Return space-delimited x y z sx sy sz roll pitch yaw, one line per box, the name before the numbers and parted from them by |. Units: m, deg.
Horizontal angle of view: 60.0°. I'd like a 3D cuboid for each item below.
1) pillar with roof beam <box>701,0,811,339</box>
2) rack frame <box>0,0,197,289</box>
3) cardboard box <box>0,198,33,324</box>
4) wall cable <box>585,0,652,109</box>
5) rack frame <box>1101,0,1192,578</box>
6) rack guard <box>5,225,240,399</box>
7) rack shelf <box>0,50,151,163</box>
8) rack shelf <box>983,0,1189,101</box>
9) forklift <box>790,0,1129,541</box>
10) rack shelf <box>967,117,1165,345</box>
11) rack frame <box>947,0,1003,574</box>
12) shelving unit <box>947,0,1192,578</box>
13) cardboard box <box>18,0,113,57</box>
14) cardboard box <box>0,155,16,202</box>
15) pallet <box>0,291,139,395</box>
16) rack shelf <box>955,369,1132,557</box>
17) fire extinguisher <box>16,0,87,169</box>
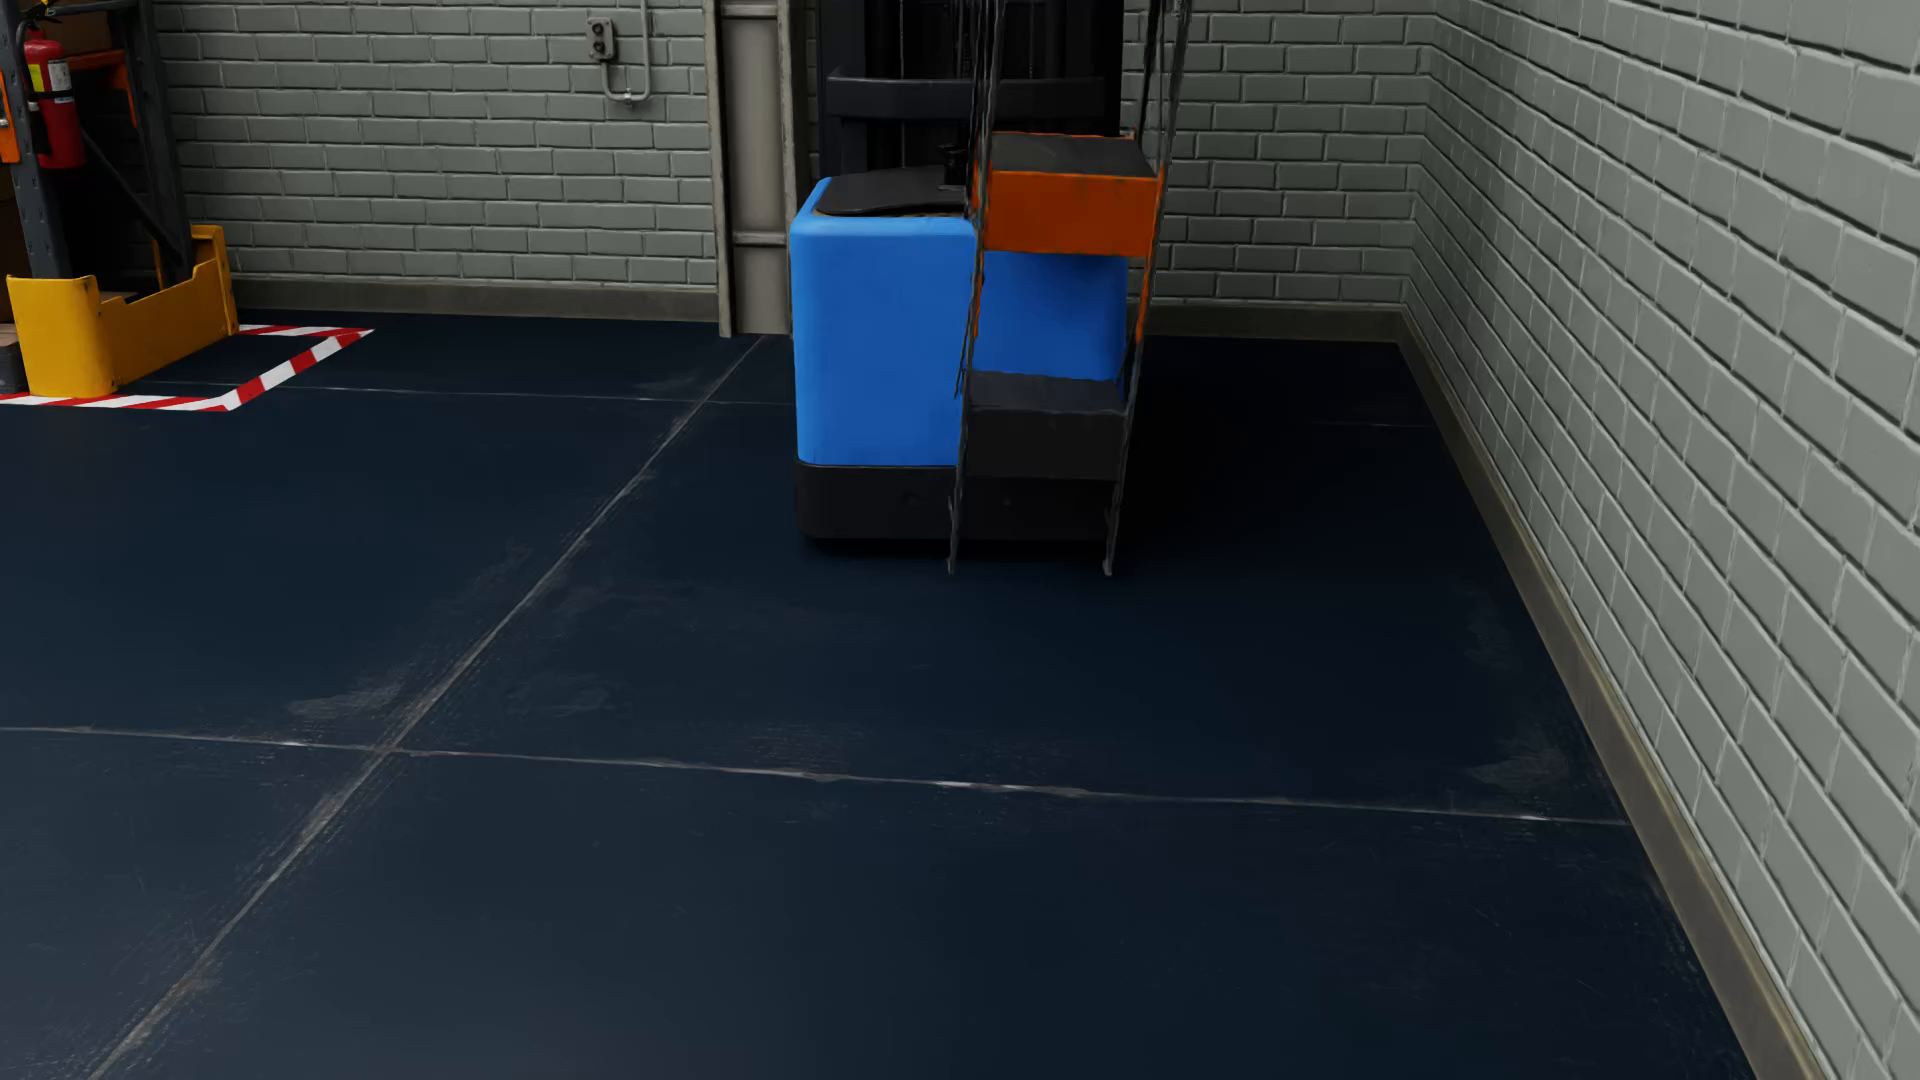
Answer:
pillar with roof beam | -1.429 -3.621 2.359 0.400 9.000 9.100 2 22 6
rack frame | -3.706 -2.204 6.934 0.127 3.000 1.000 2 22 6
cardboard box | -4.413 -1.230 7.301 0.500 0.500 0.700 2 22 6
wall cable | -2.323 -2.966 7.481 1.851 1.984 0.084 2 22 6
rack frame | 0.522 -0.895 4.795 0.015 2.100 0.400 1 29 -7
rack guard | -3.682 -1.040 7.391 0.348 0.500 1.175 2 22 6
rack shelf | -5.692 -1.956 7.285 4.000 0.370 1.077 2 22 6
rack shelf | 0.333 -1.497 4.431 0.480 0.518 0.431 1 29 -7
forklift | 0.040 -1.853 6.140 1.130 2.935 3.031 1 22 2
rack shelf | 0.279 -0.889 4.774 0.480 0.518 0.431 1 29 -7
rack frame | 0.037 -0.906 4.738 0.015 2.100 0.400 1 29 -7
shelving unit | 0.280 -0.901 4.767 0.503 2.100 0.431 1 29 -7
cardboard box | -4.213 -2.362 6.926 0.700 0.700 0.980 3 22 9
cardboard box | -4.265 -1.600 7.353 0.250 0.149 0.380 3 22 7
pallet | -4.509 -0.913 7.462 1.213 0.211 1.003 2 22 6
rack shelf | 0.224 -0.281 5.116 0.480 0.518 0.431 1 29 -7
fire extinguisher | -3.610 -1.819 6.574 0.183 0.674 0.296 2 22 6
